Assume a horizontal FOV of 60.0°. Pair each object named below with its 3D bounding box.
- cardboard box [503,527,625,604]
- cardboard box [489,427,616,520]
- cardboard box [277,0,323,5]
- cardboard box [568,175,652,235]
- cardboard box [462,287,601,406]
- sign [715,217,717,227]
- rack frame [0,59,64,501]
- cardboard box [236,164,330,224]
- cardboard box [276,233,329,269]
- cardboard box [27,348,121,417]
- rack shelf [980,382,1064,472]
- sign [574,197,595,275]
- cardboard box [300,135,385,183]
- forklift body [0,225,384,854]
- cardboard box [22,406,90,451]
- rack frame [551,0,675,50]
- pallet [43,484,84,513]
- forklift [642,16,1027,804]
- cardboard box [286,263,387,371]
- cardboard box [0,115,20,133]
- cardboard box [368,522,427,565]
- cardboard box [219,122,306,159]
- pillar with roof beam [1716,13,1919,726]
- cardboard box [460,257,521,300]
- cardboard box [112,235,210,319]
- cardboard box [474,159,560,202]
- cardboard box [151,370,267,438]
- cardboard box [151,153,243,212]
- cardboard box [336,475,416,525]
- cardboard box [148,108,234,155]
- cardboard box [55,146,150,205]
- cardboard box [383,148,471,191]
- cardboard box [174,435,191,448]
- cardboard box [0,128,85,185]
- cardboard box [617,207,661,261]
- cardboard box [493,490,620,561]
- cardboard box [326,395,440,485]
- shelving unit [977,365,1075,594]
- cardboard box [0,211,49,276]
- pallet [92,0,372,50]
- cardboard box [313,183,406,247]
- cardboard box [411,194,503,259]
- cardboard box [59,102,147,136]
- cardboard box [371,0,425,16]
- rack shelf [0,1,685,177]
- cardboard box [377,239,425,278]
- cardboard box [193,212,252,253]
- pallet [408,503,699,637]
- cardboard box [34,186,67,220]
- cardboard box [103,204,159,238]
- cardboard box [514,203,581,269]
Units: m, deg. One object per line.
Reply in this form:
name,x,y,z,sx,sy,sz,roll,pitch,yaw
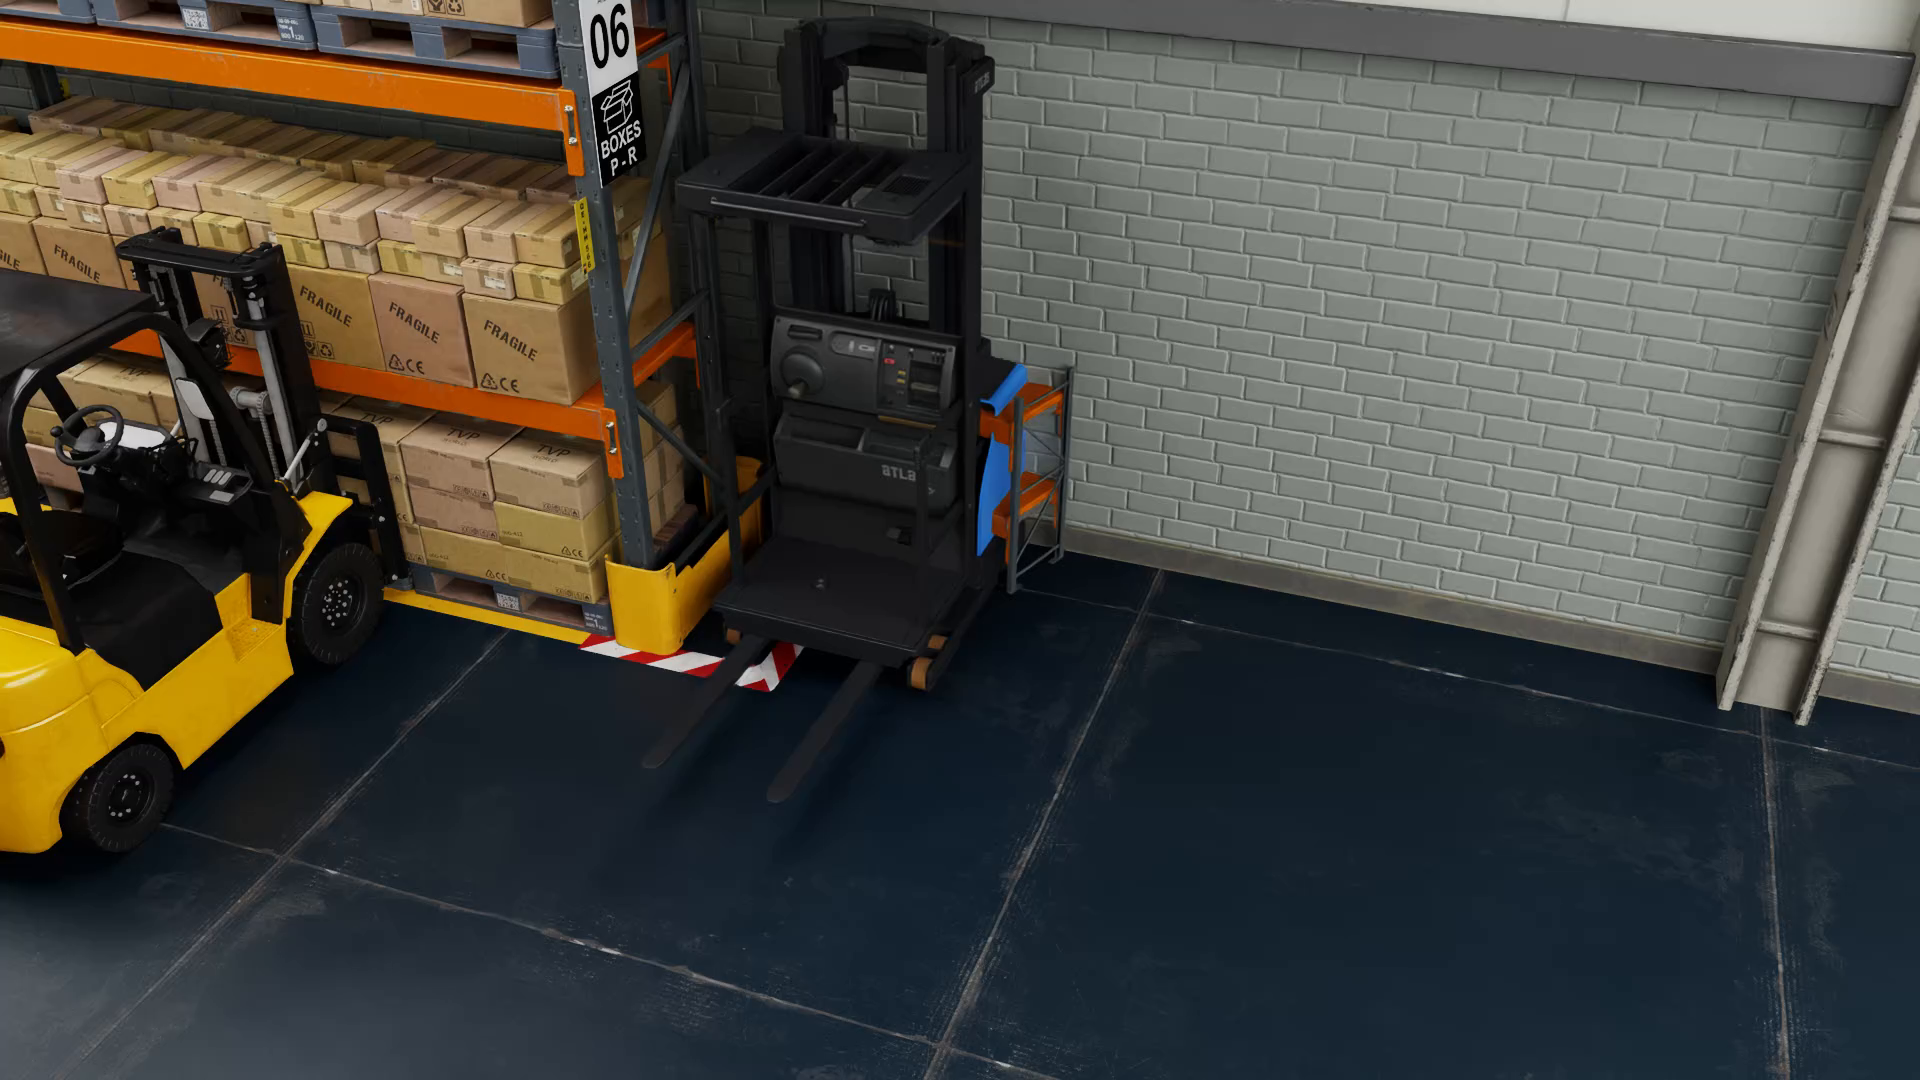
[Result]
cardboard box,-1.977,0.048,8.527,0.500,0.250,0.500,11,35,17
cardboard box,-1.967,-0.373,8.256,0.500,0.250,0.500,12,35,18
cardboard box,-2.858,-2.722,7.332,0.500,0.500,0.700,11,35,17
cardboard box,-1.672,-1.616,7.992,0.250,0.149,0.380,10,34,16
cardboard box,-1.980,-1.004,7.916,0.500,0.500,0.500,10,34,15
sign,-1.235,-1.686,8.192,0.005,0.325,0.100,11,34,16
rack frame,-5.194,-1.738,9.145,0.127,3.000,1.000,11,34,16
cardboard box,-3.282,-1.681,8.093,0.250,0.149,0.380,12,35,17
cardboard box,-3.065,-1.464,8.029,0.250,0.149,0.380,11,35,17
cardboard box,-4.844,-0.931,9.120,0.500,0.250,0.500,10,34,16
rack shelf,0.012,-0.717,8.727,1.000,0.278,0.538,21,35,30
sign,-1.624,-1.318,7.208,0.005,0.325,0.100,11,34,16
cardboard box,-3.119,-1.914,8.453,0.250,0.149,0.380,11,34,17
forklift body,-3.829,-0.065,7.336,1.214,2.155,2.313,11,34,16
cardboard box,-4.843,-0.724,9.260,0.500,0.250,0.500,11,34,16
rack frame,-1.428,-3.527,6.384,0.127,3.000,1.000,11,34,16
pallet,-4.459,-0.400,9.643,1.213,0.211,1.003,11,34,16
forklift,-0.538,-0.756,7.686,1.130,2.935,3.031,12,35,18
cardboard box,-2.948,-1.198,8.215,0.500,0.500,0.500,10,34,16
cardboard box,-5.452,-2.227,9.211,0.250,0.149,0.380,10,34,15
cardboard box,-2.910,-0.144,8.824,0.500,0.250,0.500,11,35,17
cardboard box,-3.597,-2.023,8.621,0.250,0.149,0.380,11,34,16
pillar with roof beam,2.416,-0.818,2.189,0.400,9.000,9.100,11,34,16
cardboard box,-2.100,-1.273,7.734,0.250,0.149,0.380,12,35,17
cardboard box,-3.891,-1.387,8.509,0.500,0.500,0.500,11,34,16
cardboard box,-2.161,-1.723,8.156,0.250,0.149,0.380,12,35,17
cardboard box,-3.894,-0.747,8.836,0.500,0.250,0.500,12,35,18
cardboard box,-3.754,-1.773,8.234,0.250,0.149,0.380,11,34,16
cardboard box,-2.954,-0.348,8.679,0.500,0.250,0.500,10,34,15
cardboard box,-4.059,-2.151,8.820,0.250,0.149,0.380,10,34,16
cardboard box,-4.266,-1.825,8.314,0.250,0.149,0.380,12,35,18
cardboard box,-2.645,-1.811,8.293,0.250,0.149,0.380,12,35,18
cardboard box,-3.898,-0.534,8.967,0.500,0.250,0.500,11,34,16
cardboard box,-4.711,-1.975,8.548,0.250,0.149,0.380,12,35,17
cardboard box,-1.660,-1.515,8.110,0.250,0.149,0.380,10,34,15
cardboard box,-1.992,-0.167,8.398,0.500,0.250,0.500,11,34,16
cardboard box,-2.928,-0.550,8.531,0.500,0.250,0.500,11,35,17
shelving unit,0.006,-0.463,8.874,1.048,1.125,0.538,21,35,30
cardboard box,-4.864,-1.566,8.786,0.500,0.500,0.500,10,34,15
pallet,-3.237,-2.594,7.787,1.213,0.211,1.003,11,34,16
cardboard box,-2.827,-1.542,7.876,0.250,0.149,0.380,12,35,18
cardboard box,-2.335,-1.467,7.761,0.250,0.149,0.380,12,35,18
cardboard box,-4.569,-2.207,8.906,0.250,0.149,0.380,10,34,15
cardboard box,-2.311,-2.376,7.119,0.250,0.149,0.380,10,34,15
rack shelf,-3.311,-2.330,7.960,4.000,0.370,1.077,11,34,16
cardboard box,-2.553,-1.403,7.935,0.250,0.149,0.380,11,34,16
cardboard box,-3.534,-1.567,8.190,0.250,0.149,0.380,10,34,15
pallet,-2.162,0.046,8.951,1.213,0.211,1.003,11,34,16
cardboard box,-4.483,-1.780,8.520,0.250,0.149,0.380,11,34,16
cardboard box,-4.030,-1.648,8.316,0.250,0.149,0.380,11,34,16
cardboard box,-1.837,-1.404,7.662,0.250,0.149,0.380,11,34,17
